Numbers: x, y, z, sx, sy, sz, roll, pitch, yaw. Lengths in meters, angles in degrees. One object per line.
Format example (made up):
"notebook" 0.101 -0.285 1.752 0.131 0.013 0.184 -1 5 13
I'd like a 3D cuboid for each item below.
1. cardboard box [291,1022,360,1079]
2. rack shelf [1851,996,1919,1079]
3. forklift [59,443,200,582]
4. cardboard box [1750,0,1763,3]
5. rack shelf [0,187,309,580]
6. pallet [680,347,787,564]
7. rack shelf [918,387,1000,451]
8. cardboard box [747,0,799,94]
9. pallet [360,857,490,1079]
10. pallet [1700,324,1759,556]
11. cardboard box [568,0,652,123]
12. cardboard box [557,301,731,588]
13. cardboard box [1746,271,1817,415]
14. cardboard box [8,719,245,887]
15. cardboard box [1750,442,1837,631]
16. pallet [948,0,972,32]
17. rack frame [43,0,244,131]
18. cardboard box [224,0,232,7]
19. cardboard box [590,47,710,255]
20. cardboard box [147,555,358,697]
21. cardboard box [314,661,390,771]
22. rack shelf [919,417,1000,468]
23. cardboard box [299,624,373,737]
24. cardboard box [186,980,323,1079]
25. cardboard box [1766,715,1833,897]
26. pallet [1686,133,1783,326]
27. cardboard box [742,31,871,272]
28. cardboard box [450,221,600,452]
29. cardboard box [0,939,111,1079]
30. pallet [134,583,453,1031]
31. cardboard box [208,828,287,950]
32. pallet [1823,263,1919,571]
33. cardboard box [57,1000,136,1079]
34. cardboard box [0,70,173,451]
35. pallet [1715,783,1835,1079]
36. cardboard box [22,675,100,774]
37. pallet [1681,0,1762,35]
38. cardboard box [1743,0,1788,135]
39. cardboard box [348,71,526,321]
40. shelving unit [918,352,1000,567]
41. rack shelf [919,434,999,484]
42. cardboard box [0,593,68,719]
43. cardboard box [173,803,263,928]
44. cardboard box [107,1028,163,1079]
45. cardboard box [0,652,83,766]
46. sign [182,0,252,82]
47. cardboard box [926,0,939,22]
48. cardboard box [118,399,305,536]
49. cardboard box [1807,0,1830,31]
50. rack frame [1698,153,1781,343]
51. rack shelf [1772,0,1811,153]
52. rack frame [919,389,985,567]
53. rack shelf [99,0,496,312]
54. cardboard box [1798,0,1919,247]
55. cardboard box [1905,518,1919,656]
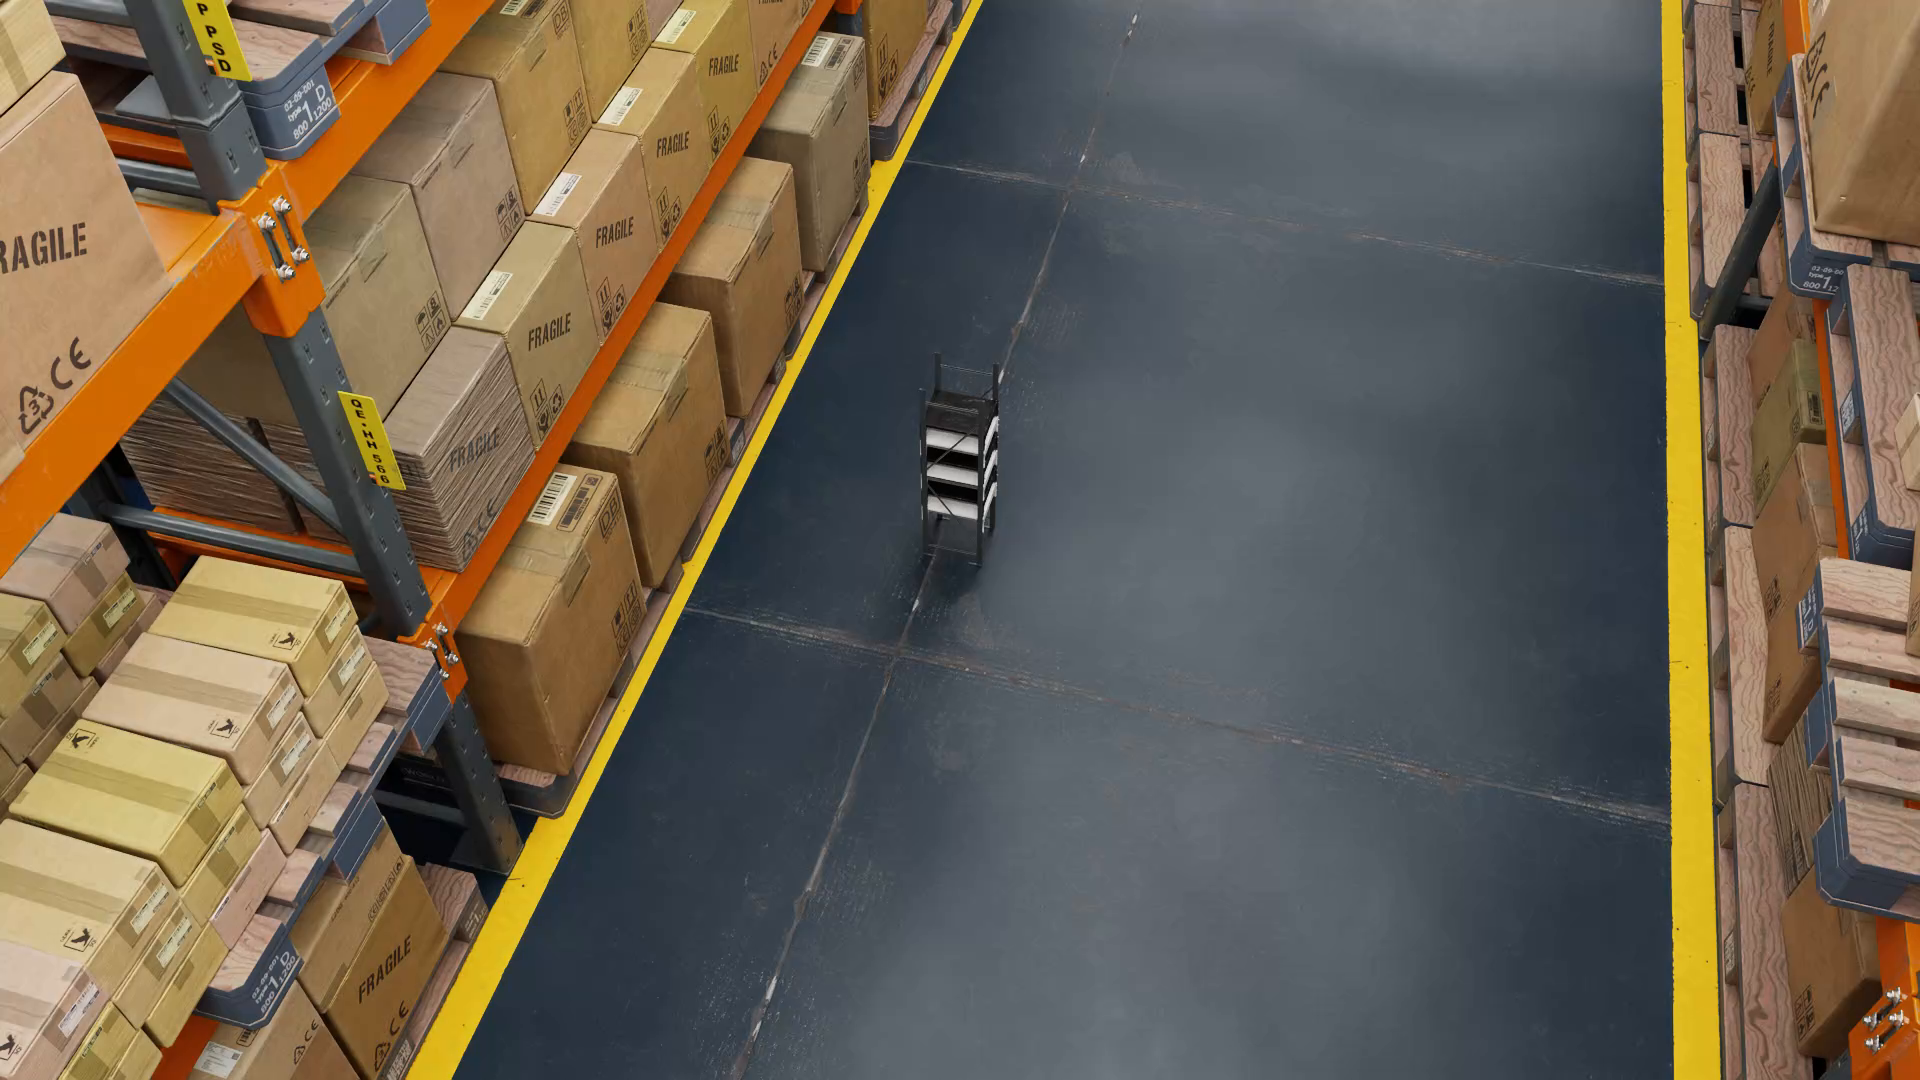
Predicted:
"cardboard box" -2.061 1.602 4.641 0.500 0.500 0.500 13 50 12
"rack shelf" 2.232 2.748 2.723 1.077 0.370 4.000 12 50 10
"forklift" -3.200 -1.168 5.745 1.130 2.935 3.031 12 50 10
"cardboard box" 4.560 -3.148 8.833 0.500 0.500 0.500 24 53 20
"rack shelf" -2.526 0.703 2.526 1.077 0.370 4.000 12 50 10
"pallet" -1.396 -0.501 6.970 1.003 0.211 1.213 12 50 10
"rack shelf" -0.002 -0.449 6.149 0.258 0.077 0.200 12 50 10
"cardboard box" -0.959 -2.119 6.472 0.500 0.500 0.500 11 50 10
"pallet" -2.207 1.499 5.205 1.003 0.211 1.213 12 50 10
"pallet" 3.608 -0.344 6.832 1.003 0.211 1.213 12 50 10
"cardboard box" -1.473 -1.783 5.508 0.700 0.500 0.500 11 50 10
"cardboard box" -1.526 -0.439 6.276 1.050 0.750 0.750 12 50 11
"cardboard box" 3.629 -0.709 6.667 0.700 0.500 0.500 8 49 7
"cardboard box" -1.824 0.574 3.652 0.380 0.149 0.250 13 50 11
"cardboard box" 3.339 0.037 6.009 0.700 0.500 0.500 8 49 7
"pallet" -0.352 -3.379 9.510 1.003 0.211 1.213 12 50 10
"rack frame" -2.000 -1.974 2.409 1.000 3.000 0.127 12 50 10
"cardboard box" -1.758 -1.280 3.618 0.380 0.149 0.250 10 49 9
"cardboard box" -1.224 -1.386 5.825 0.500 0.500 0.500 11 50 10
"cardboard box" -1.686 0.204 3.979 0.380 0.149 0.250 10 49 9
"cardboard box" -1.686 0.403 4.200 0.380 0.149 0.250 12 50 11
"rack shelf" -0.002 -0.389 6.216 0.258 0.077 0.200 12 50 10
"cardboard box" -1.690 0.304 4.089 0.380 0.149 0.250 12 50 11
"cardboard box" -2.049 1.365 4.350 0.500 0.250 0.500 12 50 11
"cardboard box" 3.049 0.852 5.290 0.700 0.500 0.500 8 49 7
"pallet" 3.954 -1.400 7.764 1.003 0.211 1.213 12 50 10
"cardboard box" -1.024 -1.810 7.486 1.050 0.750 0.750 11 50 10
"cardboard box" -1.490 -0.662 5.185 0.500 0.500 0.500 11 50 10
"cardboard box" -1.959 0.941 3.328 0.380 0.149 0.250 12 50 10
"pallet" -2.085 0.611 4.257 1.213 0.211 1.003 12 50 10
"cardboard box" -1.820 0.768 3.877 0.380 0.149 0.250 12 50 11
"pallet" 3.240 -0.313 5.073 1.003 0.211 1.213 12 50 10
"cardboard box" -1.960 1.049 3.431 0.380 0.149 0.250 11 50 10
"cardboard box" -1.905 -0.551 3.087 0.500 0.500 0.500 12 50 10
"pallet" 2.966 1.421 5.274 1.003 0.211 1.213 12 50 10
"cardboard box" -2.383 0.433 4.173 0.380 0.149 0.250 14 50 12
"pallet" 4.596 -3.165 9.321 1.003 0.211 1.213 12 50 10
"cardboard box" 4.186 -2.304 8.088 0.500 0.500 0.500 8 49 7
"cardboard box" -1.740 -1.041 4.854 0.700 0.500 0.500 11 49 9
"shelving unit" -0.002 -0.292 6.326 0.258 0.900 0.210 12 50 10
"rack shelf" -0.002 -0.329 6.284 0.258 0.077 0.200 12 50 10
"cardboard box" -2.376 0.250 3.939 0.380 0.149 0.250 10 49 9
"cardboard box" -1.826 0.689 3.750 0.380 0.149 0.250 13 50 11
"cardboard box" -1.959 1.143 3.547 0.380 0.149 0.250 10 49 8
"cardboard box" -2.390 0.364 4.036 0.380 0.149 0.250 14 50 12
"sign" -1.477 -1.044 3.244 0.100 0.325 0.005 12 50 10
"cardboard box" -0.480 -3.412 8.816 0.875 0.875 0.875 12 50 10
"cardboard box" -2.140 -0.401 4.955 0.500 0.500 0.500 12 50 10
"cardboard box" 3.660 -2.139 6.724 0.380 0.149 0.250 12 50 10
"rack frame" 3.812 -1.830 6.283 1.000 3.000 0.127 12 50 10
"rack shelf" 4.338 -3.039 7.830 1.077 0.370 4.000 12 50 10
"rack frame" -0.029 -0.218 6.261 0.240 0.900 0.006 12 50 10
"rack shelf" -1.473 -2.190 5.080 1.077 0.370 4.000 12 50 10
"cardboard box" 3.467 -1.620 5.418 1.000 1.000 1.000 12 50 10
"cardboard box" 2.913 0.069 4.260 0.700 0.500 0.500 18 51 16
